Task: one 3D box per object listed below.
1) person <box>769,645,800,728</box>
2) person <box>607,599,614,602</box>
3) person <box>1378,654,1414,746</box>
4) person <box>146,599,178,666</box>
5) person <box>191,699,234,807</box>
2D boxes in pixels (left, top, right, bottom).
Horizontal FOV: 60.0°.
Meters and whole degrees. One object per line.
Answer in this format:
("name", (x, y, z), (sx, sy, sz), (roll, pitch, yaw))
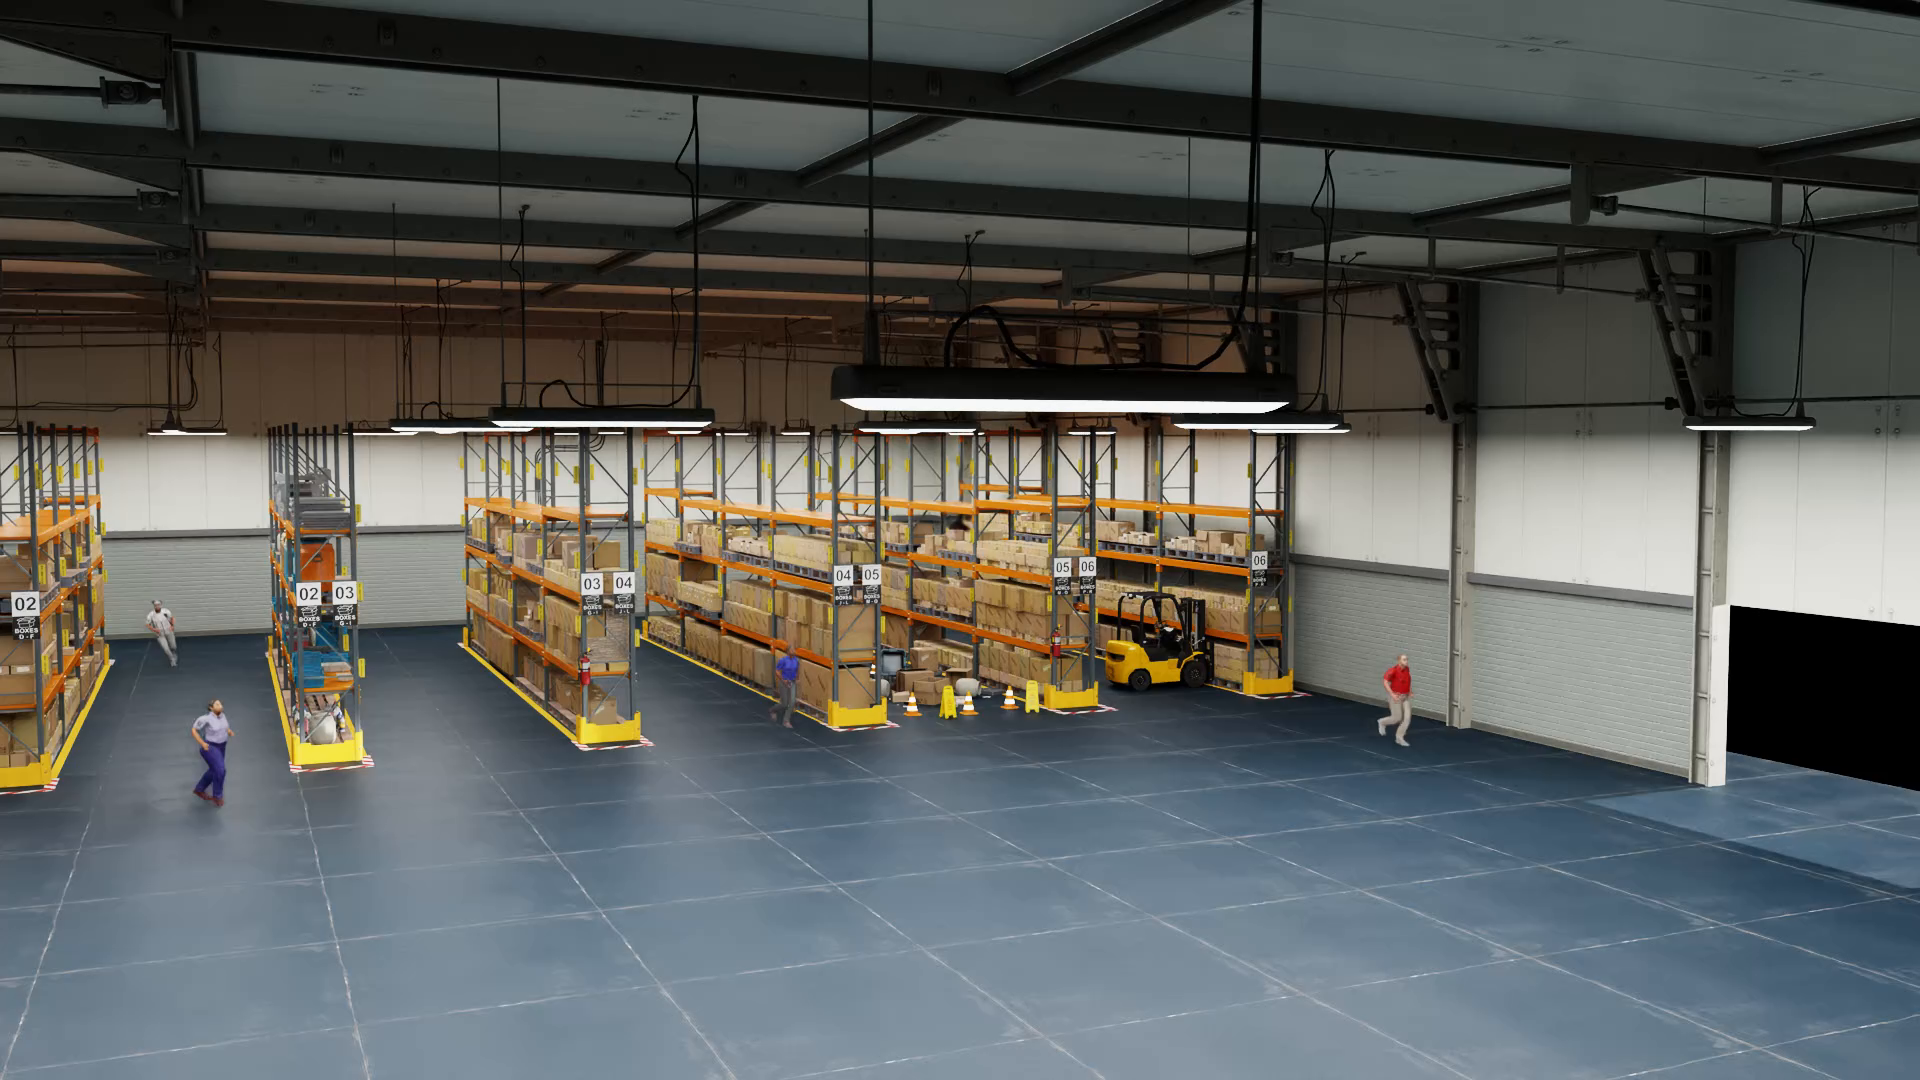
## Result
("person", (-3.444, 2.912, 33.210), (0.613, 1.650, 0.642), (-3, 5, -41))
("person", (-10.010, 1.960, 47.826), (0.714, 1.676, 0.914), (2, 4, 30))
("person", (8.213, 2.983, 31.247), (0.685, 1.700, 0.714), (-2, 4, -34))
("person", (-20.078, 2.325, 41.860), (0.730, 1.698, 0.588), (-2, 4, -32))
("person", (-11.718, 3.335, 26.040), (0.704, 1.710, 0.627), (1, 4, 12))
